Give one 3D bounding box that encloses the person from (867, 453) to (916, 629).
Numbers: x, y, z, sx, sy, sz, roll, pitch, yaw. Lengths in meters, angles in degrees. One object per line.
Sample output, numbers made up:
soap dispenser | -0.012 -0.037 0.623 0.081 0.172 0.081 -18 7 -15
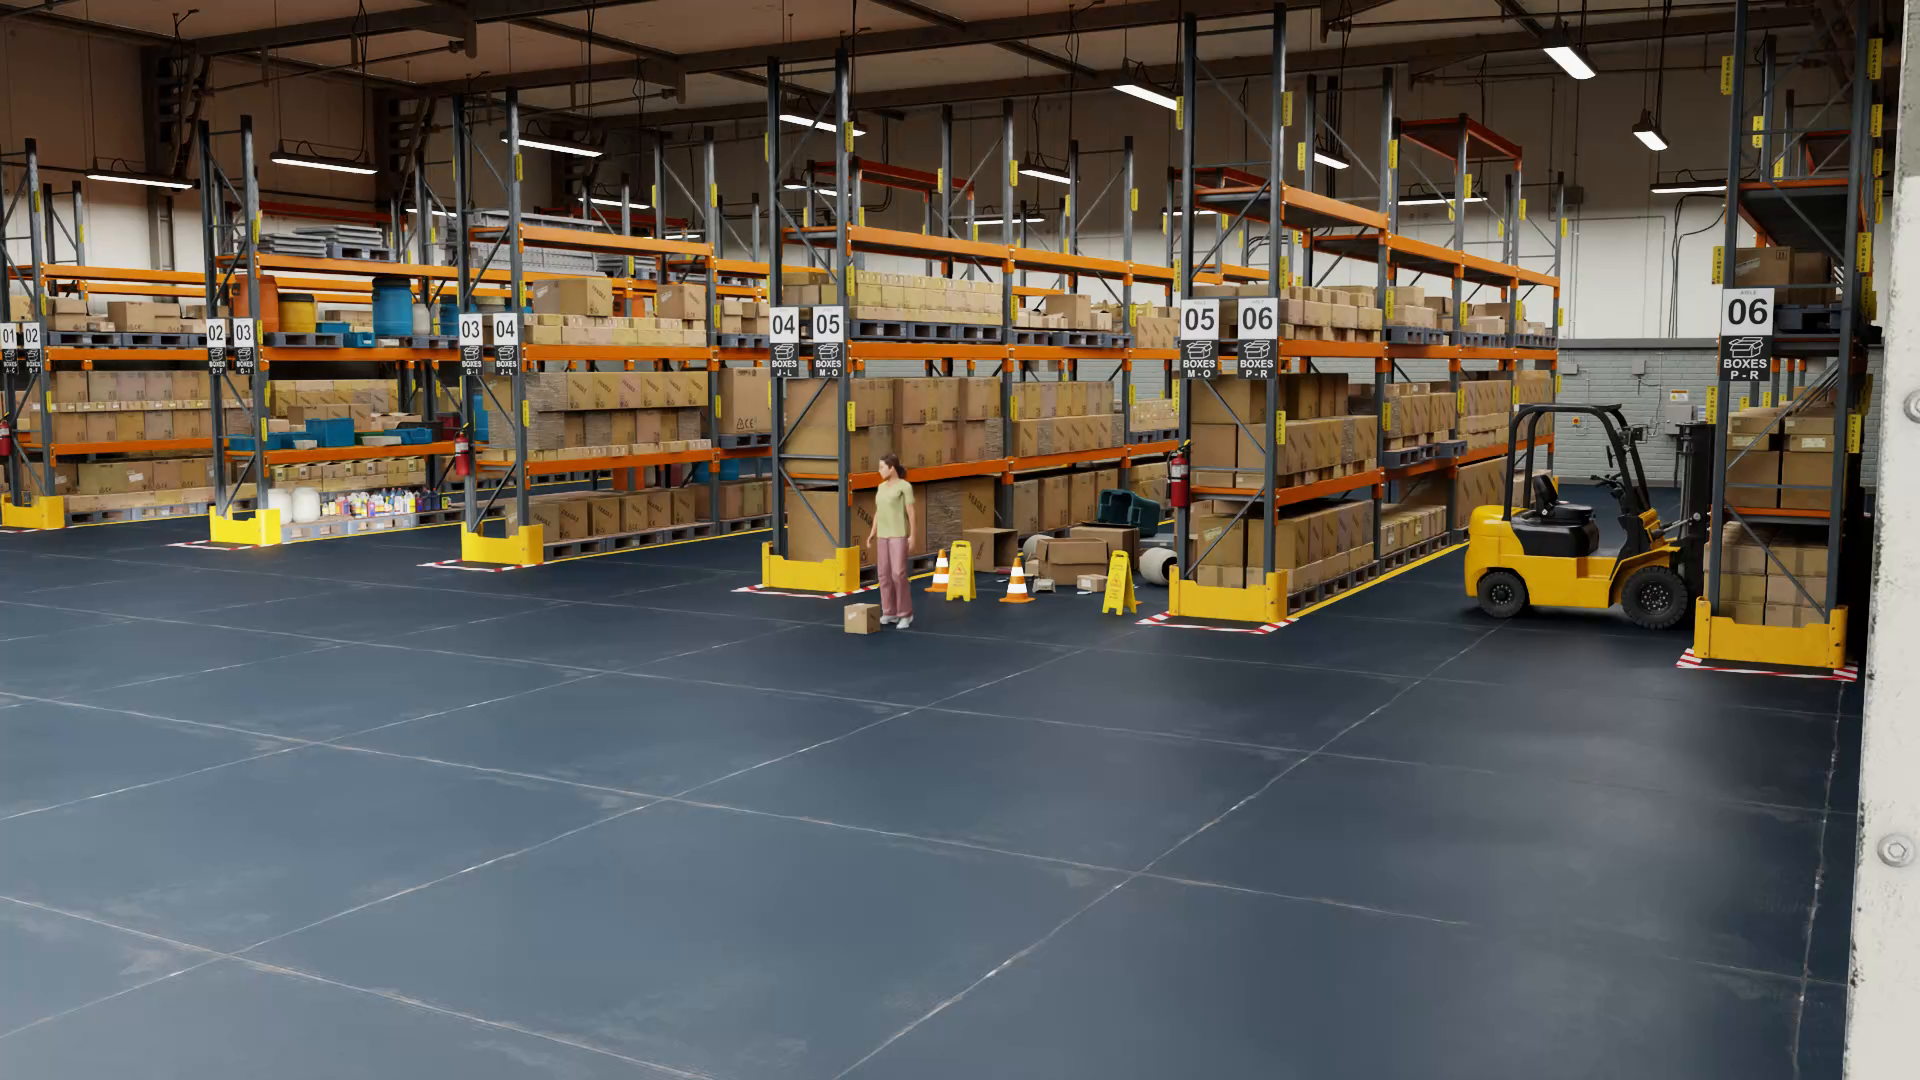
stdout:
person | -0.680 0.010 16.308 0.519 1.725 0.404 5 8 40
